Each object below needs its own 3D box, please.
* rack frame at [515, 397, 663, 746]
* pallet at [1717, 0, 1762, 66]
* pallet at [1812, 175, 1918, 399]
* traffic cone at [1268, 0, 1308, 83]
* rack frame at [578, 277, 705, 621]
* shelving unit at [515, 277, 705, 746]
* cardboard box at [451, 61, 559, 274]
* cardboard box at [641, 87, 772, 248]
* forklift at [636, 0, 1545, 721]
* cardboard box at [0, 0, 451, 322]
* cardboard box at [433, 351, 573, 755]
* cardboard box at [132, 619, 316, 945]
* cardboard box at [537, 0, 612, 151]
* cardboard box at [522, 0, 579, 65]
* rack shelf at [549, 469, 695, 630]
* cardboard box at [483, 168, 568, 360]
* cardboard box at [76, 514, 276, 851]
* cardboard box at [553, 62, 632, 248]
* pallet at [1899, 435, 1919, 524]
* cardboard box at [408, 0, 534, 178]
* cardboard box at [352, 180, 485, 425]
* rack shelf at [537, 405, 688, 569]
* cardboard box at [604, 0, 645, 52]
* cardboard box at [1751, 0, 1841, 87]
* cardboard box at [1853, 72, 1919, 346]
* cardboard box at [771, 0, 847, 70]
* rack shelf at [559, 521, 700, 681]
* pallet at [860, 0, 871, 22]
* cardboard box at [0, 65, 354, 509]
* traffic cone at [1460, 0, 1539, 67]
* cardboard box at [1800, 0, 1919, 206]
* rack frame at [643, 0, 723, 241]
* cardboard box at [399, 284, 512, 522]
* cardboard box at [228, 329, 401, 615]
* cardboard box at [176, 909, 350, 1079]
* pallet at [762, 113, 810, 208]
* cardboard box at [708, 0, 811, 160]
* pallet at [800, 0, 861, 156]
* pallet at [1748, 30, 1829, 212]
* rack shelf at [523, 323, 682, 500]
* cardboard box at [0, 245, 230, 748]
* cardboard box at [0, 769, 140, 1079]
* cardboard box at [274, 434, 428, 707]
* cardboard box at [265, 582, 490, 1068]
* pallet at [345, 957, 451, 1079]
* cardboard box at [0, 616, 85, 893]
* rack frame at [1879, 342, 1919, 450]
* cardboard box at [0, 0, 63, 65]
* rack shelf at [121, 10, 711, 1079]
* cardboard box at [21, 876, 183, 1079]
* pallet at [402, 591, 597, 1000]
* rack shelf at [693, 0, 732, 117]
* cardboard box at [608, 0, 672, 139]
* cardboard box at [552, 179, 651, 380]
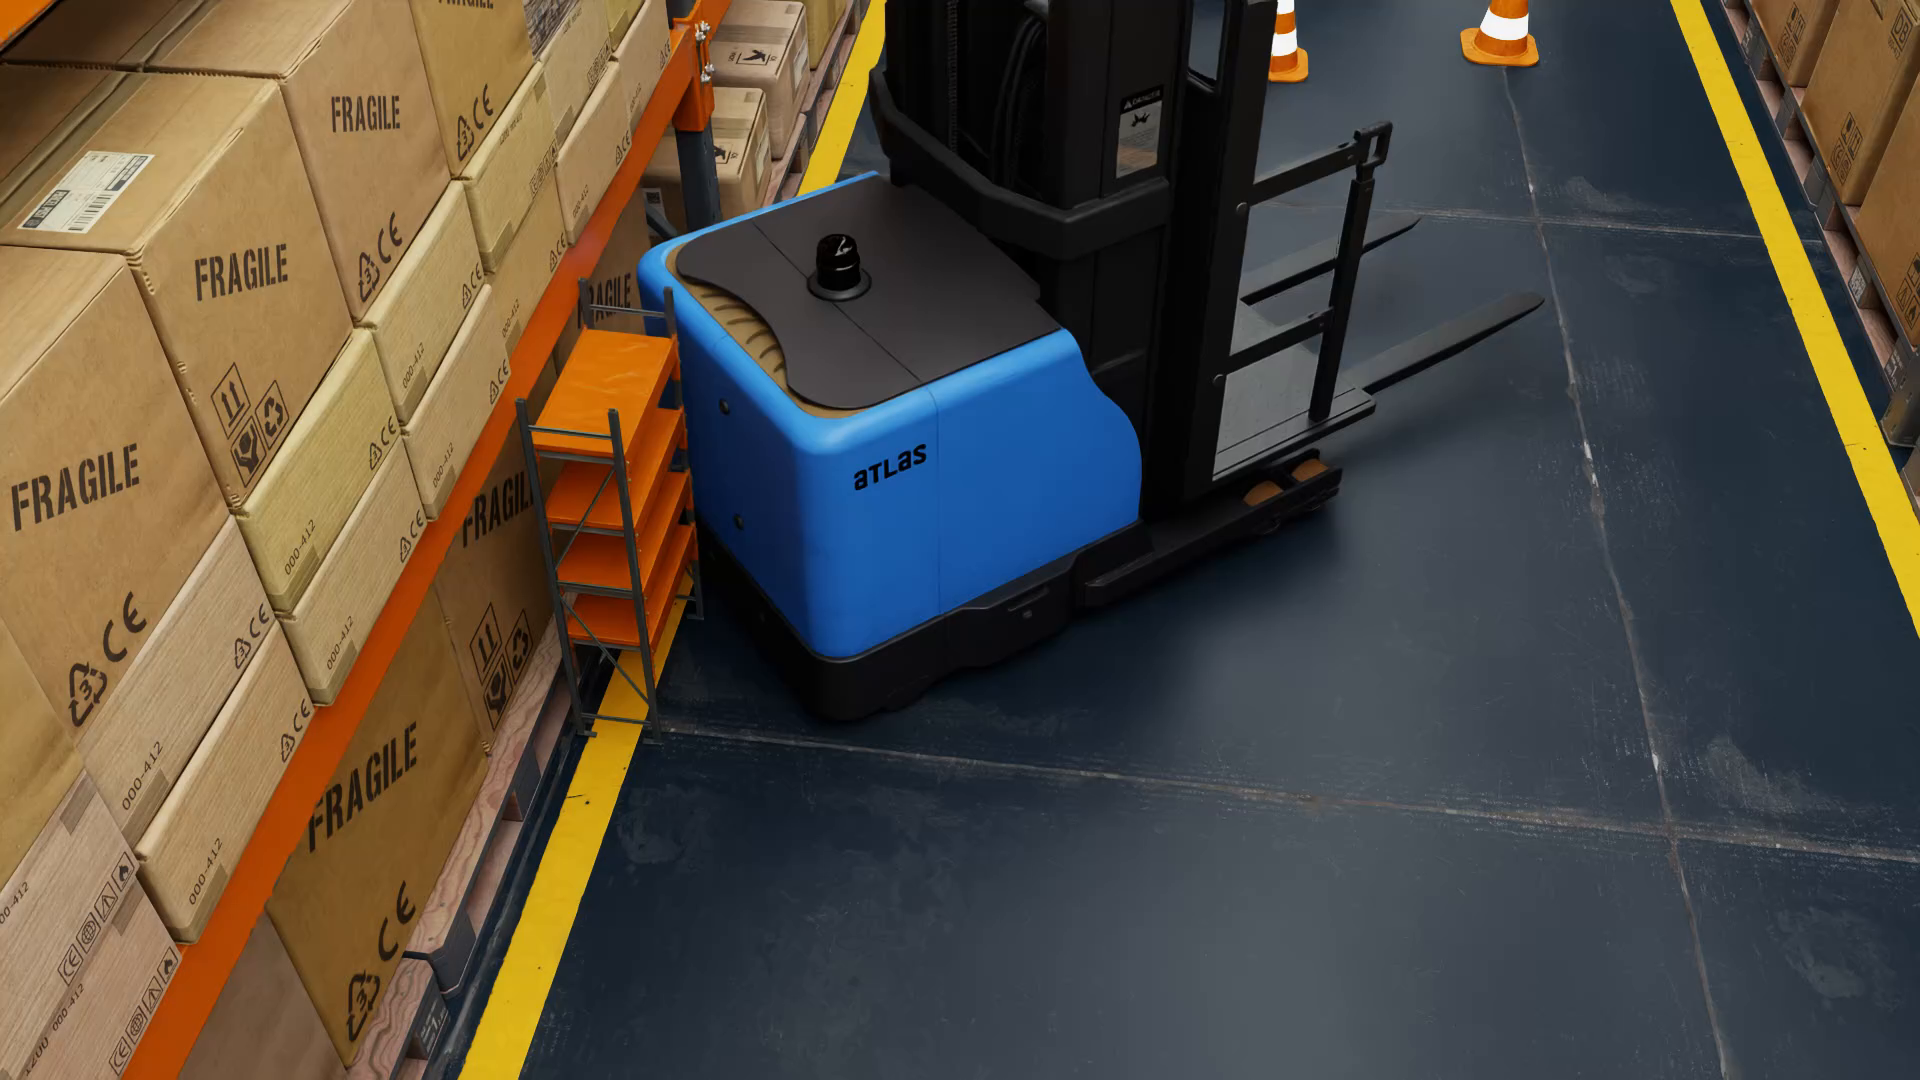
[{"bbox_3d":[-0.929,0.123,4.241,0.240,1.200,0.015,7,44,4],"label":"rack frame"},{"bbox_3d":[4.119,-2.577,7.818,1.003,0.211,1.213,5,44,6],"label":"pallet"},{"bbox_3d":[3.797,-0.914,6.062,1.003,0.211,1.213,5,44,6],"label":"pallet"},{"bbox_3d":[1.403,-2.321,7.365,0.336,0.463,0.334,5,44,6],"label":"traffic cone"},{"bbox_3d":[-0.864,-0.210,4.592,0.240,1.200,0.015,7,44,4],"label":"rack frame"},{"bbox_3d":[-0.896,-0.044,4.416,0.258,1.200,0.503,7,44,4],"label":"shelving unit"},{"bbox_3d":[-1.226,-0.851,3.712,0.500,0.250,0.500,4,44,4],"label":"cardboard box"},{"bbox_3d":[-1.218,-1.360,6.110,0.950,0.372,0.625,3,43,3],"label":"cardboard box"},{"bbox_3d":[0.610,-1.361,4.556,3.031,2.935,1.130,-25,49,-24],"label":"forklift"},{"bbox_3d":[-1.317,-0.768,3.079,0.500,0.500,0.500,5,44,5],"label":"cardboard box"},{"bbox_3d":[-1.598,-0.088,4.401,0.875,0.875,0.875,6,44,6],"label":"cardboard box"},{"bbox_3d":[-1.444,0.375,2.782,0.500,0.250,0.500,4,44,4],"label":"cardboard box"},{"bbox_3d":[-1.179,-1.201,4.083,0.500,0.250,0.500,4,44,4],"label":"cardboard box"},{"bbox_3d":[-1.171,-1.450,3.800,0.500,0.500,0.500,6,44,6],"label":"cardboard box"},{"bbox_3d":[-0.899,0.005,4.463,0.258,0.148,0.480,7,44,4],"label":"rack shelf"},{"bbox_3d":[-1.246,-0.663,3.878,0.500,0.250,0.500,5,44,5],"label":"cardboard box"},{"bbox_3d":[-1.452,0.190,2.614,0.500,0.250,0.500,6,44,6],"label":"cardboard box"},{"bbox_3d":[-1.164,-1.005,4.239,0.500,0.250,0.500,6,44,6],"label":"cardboard box"},{"bbox_3d":[3.513,0.149,4.939,1.003,0.211,1.213,5,44,6],"label":"pallet"},{"bbox_3d":[-1.243,-1.112,3.443,0.500,0.500,0.500,5,44,6],"label":"cardboard box"},{"bbox_3d":[-1.294,-0.497,3.338,0.500,0.250,0.500,4,44,4],"label":"cardboard box"},{"bbox_3d":[-0.890,-0.157,4.308,0.258,0.148,0.480,7,44,4],"label":"rack shelf"},{"bbox_3d":[-1.115,-1.551,4.452,0.500,0.250,0.500,5,44,5],"label":"cardboard box"},{"bbox_3d":[4.022,-2.369,6.902,1.050,0.750,0.750,5,44,6],"label":"cardboard box"},{"bbox_3d":[3.787,-1.139,5.602,1.050,0.750,0.750,5,44,5],"label":"cardboard box"},{"bbox_3d":[-1.022,-2.380,7.187,0.950,0.372,0.625,7,44,7],"label":"cardboard box"},{"bbox_3d":[-0.906,0.148,4.600,0.258,0.148,0.480,7,44,4],"label":"rack shelf"},{"bbox_3d":[-0.875,-2.960,8.223,1.003,0.211,1.213,5,44,6],"label":"pallet"},{"bbox_3d":[-1.379,-0.415,2.707,0.500,0.500,0.500,4,44,4],"label":"cardboard box"},{"bbox_3d":[2.472,-2.424,7.474,0.336,0.463,0.334,5,44,6],"label":"traffic cone"},{"bbox_3d":[3.900,-1.735,6.231,1.050,0.750,0.750,6,44,6],"label":"cardboard box"},{"bbox_3d":[-1.302,-1.777,4.945,1.000,3.000,0.127,5,44,6],"label":"rack frame"},{"bbox_3d":[-1.286,-0.313,3.508,0.500,0.250,0.500,5,44,5],"label":"cardboard box"},{"bbox_3d":[-1.359,-0.152,2.974,0.500,0.250,0.500,6,44,6],"label":"cardboard box"},{"bbox_3d":[-1.828,1.138,3.106,0.875,0.875,0.875,6,44,7],"label":"cardboard box"},{"bbox_3d":[-1.198,-1.297,6.466,1.003,0.211,1.213,5,44,6],"label":"pallet"},{"bbox_3d":[-1.128,-1.863,6.642,0.950,0.372,0.625,4,44,5],"label":"cardboard box"},{"bbox_3d":[-1.034,-2.126,7.342,1.003,0.211,1.213,5,44,6],"label":"pallet"},{"bbox_3d":[3.960,-1.743,6.937,1.003,0.211,1.213,5,44,6],"label":"pallet"},{"bbox_3d":[-0.882,-0.327,4.145,0.258,0.148,0.480,7,44,4],"label":"rack shelf"},{"bbox_3d":[-1.448,-0.074,2.346,0.500,0.500,0.500,5,44,5],"label":"cardboard box"},{"bbox_3d":[-1.493,0.548,2.236,0.500,0.250,0.500,4,44,4],"label":"cardboard box"},{"bbox_3d":[-1.361,0.027,3.149,0.500,0.250,0.500,5,44,5],"label":"cardboard box"},{"bbox_3d":[-1.717,0.522,3.757,0.875,0.875,0.875,6,44,7],"label":"cardboard box"},{"bbox_3d":[-1.804,1.429,3.588,1.003,0.211,1.213,5,44,6],"label":"pallet"},{"bbox_3d":[-1.488,0.276,1.977,0.500,0.500,0.500,6,44,6],"label":"cardboard box"},{"bbox_3d":[3.618,-1.396,4.543,1.000,3.000,0.127,5,44,6],"label":"rack frame"},{"bbox_3d":[-1.820,-0.829,3.144,0.500,0.500,0.500,6,44,6],"label":"cardboard box"},{"bbox_3d":[-1.567,-0.153,3.753,1.077,0.370,4.000,5,44,6],"label":"rack shelf"},{"bbox_3d":[-1.511,0.727,2.409,0.500,0.250,0.500,4,44,5],"label":"cardboard box"},{"bbox_3d":[-1.645,0.595,4.468,1.003,0.211,1.213,5,44,6],"label":"pallet"},{"bbox_3d":[-1.038,-2.879,6.632,1.077,0.370,4.000,5,44,6],"label":"rack shelf"},{"bbox_3d":[-1.112,-1.355,4.608,0.500,0.250,0.500,4,44,4],"label":"cardboard box"},{"bbox_3d":[-1.476,-0.695,5.042,0.875,0.875,0.875,5,44,5],"label":"cardboard box"}]
